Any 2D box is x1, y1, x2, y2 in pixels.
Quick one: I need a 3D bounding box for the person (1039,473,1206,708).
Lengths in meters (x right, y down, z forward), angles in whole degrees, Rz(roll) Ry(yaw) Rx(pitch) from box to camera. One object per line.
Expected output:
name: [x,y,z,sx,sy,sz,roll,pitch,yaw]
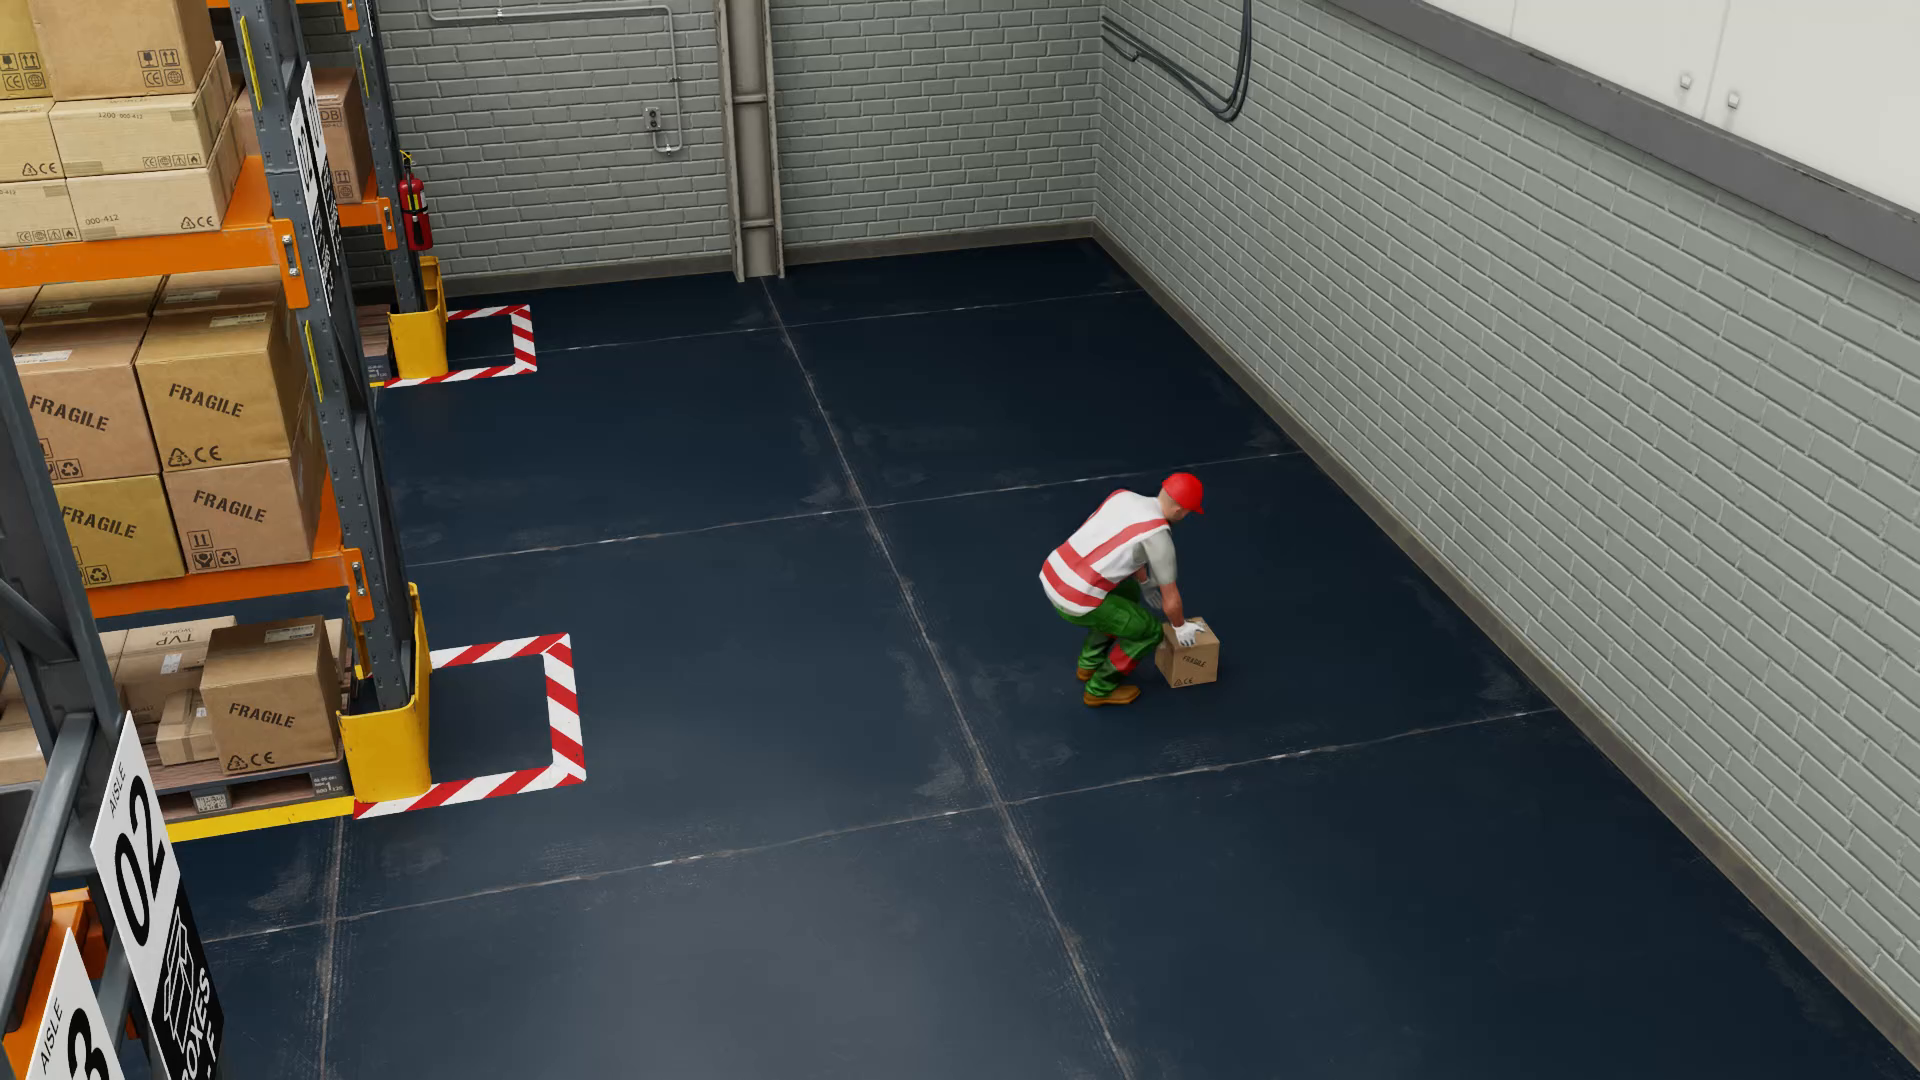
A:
person: [0.818,0.227,8.443,0.852,1.172,0.584,-8,31,-13]
